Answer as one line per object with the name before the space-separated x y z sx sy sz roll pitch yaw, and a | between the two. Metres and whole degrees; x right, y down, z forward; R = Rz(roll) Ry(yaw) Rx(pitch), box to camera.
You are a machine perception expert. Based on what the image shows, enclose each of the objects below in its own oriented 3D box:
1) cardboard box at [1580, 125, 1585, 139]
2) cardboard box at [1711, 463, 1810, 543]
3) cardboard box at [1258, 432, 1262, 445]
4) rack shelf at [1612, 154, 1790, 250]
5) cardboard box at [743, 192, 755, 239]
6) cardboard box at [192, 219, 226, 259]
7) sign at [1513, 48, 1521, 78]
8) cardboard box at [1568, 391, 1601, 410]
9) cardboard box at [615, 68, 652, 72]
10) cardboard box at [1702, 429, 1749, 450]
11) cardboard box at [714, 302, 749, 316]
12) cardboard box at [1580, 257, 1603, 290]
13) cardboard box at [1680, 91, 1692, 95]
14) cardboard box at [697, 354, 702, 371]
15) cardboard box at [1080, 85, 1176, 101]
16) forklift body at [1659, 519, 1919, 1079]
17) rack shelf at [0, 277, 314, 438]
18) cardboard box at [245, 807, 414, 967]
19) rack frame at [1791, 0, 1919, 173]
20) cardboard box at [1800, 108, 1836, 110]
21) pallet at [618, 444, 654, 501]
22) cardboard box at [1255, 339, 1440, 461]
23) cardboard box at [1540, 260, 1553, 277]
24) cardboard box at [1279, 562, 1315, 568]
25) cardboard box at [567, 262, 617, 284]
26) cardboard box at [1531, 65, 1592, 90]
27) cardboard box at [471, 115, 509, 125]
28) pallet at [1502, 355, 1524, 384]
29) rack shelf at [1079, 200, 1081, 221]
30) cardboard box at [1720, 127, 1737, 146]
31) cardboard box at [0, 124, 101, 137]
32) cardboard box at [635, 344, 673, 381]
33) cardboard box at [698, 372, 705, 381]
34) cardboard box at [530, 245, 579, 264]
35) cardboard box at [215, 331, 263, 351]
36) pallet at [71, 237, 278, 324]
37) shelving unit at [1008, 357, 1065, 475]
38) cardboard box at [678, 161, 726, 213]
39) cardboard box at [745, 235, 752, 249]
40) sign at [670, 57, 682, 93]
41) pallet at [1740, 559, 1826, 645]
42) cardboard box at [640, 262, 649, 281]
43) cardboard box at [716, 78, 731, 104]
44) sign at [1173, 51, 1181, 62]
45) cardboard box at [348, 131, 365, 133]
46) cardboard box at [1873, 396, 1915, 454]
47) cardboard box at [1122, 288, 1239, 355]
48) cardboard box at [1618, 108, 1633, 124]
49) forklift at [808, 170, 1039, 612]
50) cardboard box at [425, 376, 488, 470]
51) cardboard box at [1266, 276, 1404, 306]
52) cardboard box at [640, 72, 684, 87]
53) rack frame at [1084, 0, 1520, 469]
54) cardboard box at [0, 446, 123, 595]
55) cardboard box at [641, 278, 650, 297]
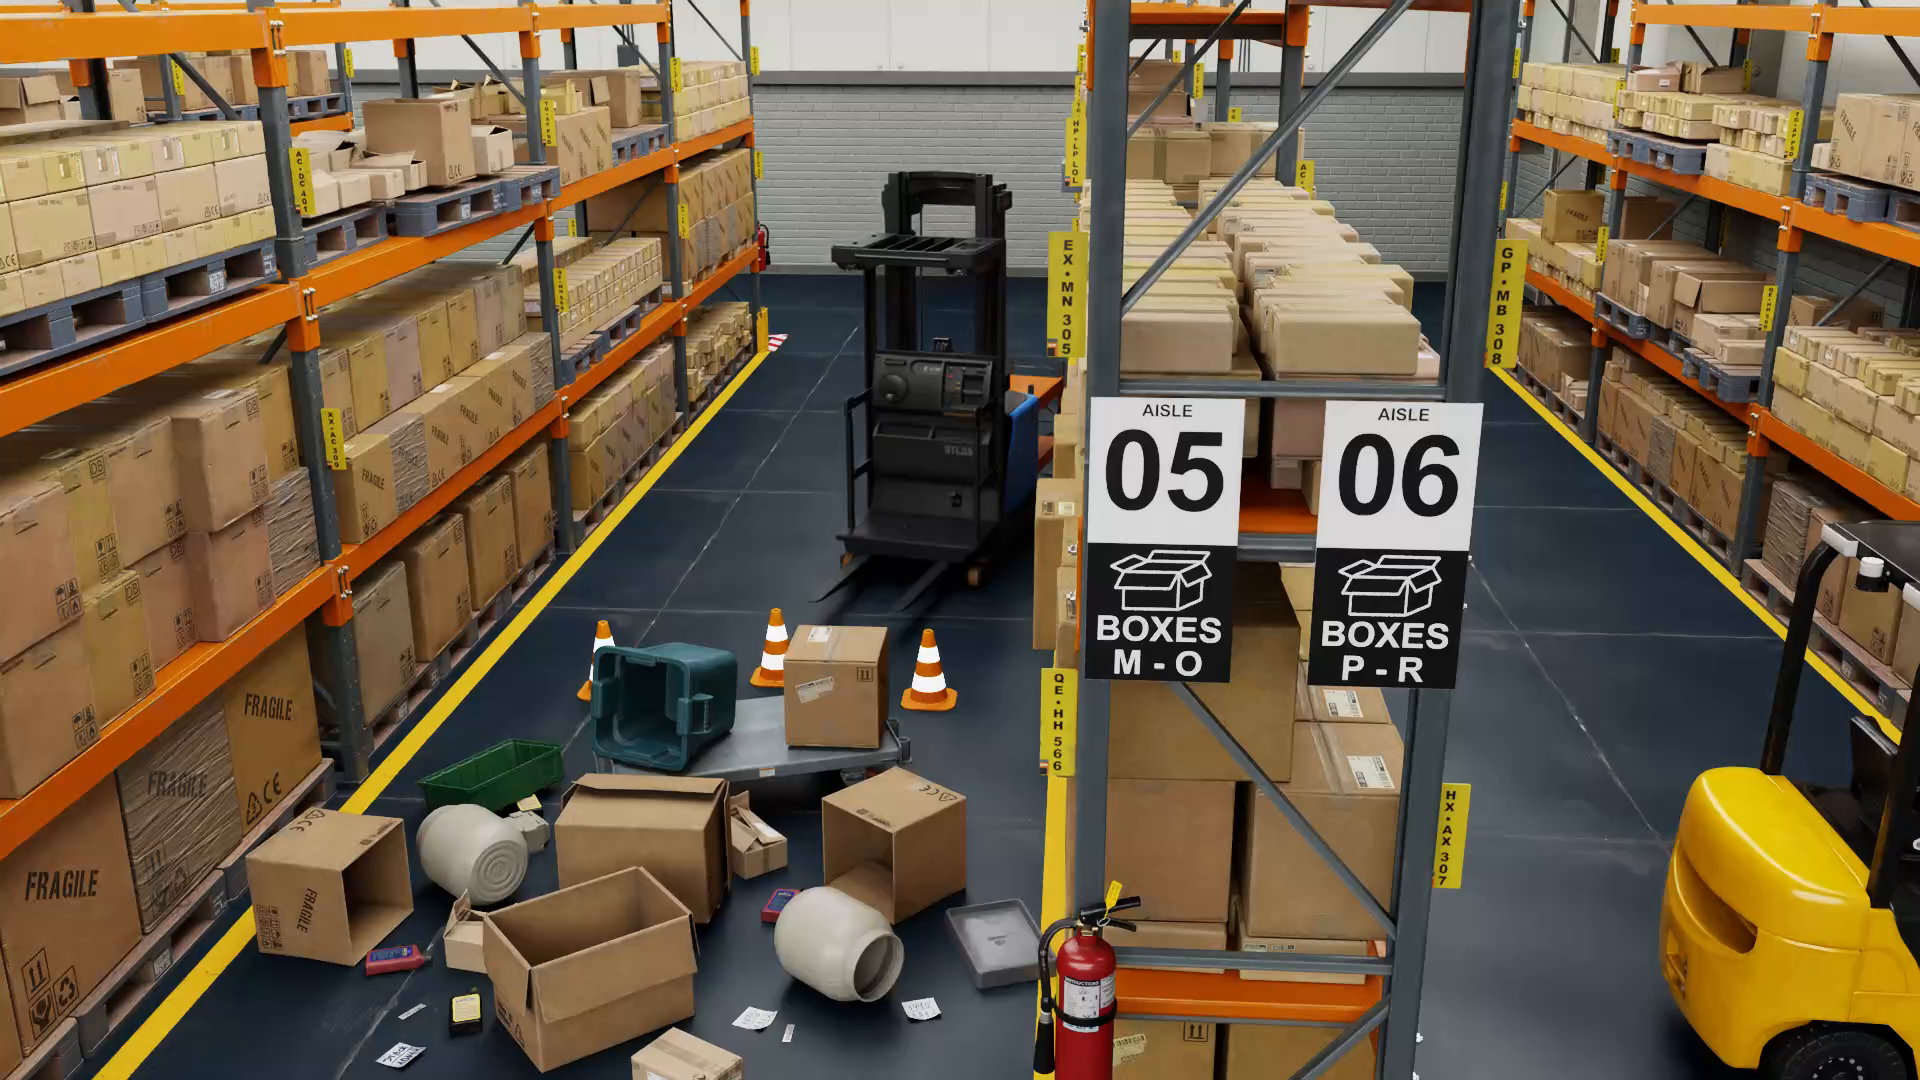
cardboard box | 6.491 -4.127 16.788 0.380 0.149 0.250 2 18 6
cardboard box | 6.169 -0.291 12.833 0.500 0.500 0.500 2 18 6
cardboard box | 1.152 -0.412 5.450 0.380 0.149 0.250 1 18 4
rack shelf | 6.497 -2.848 13.635 1.077 0.370 4.000 1 18 4
cardboard box | -2.744 -3.860 19.747 0.500 0.500 0.500 2 18 5
cardboard box | -3.571 -1.364 7.519 0.380 0.149 0.250 2 18 5
sign | 6.386 -5.480 19.110 0.100 0.325 0.005 1 18 4
cardboard box | 6.387 -1.410 16.812 0.380 0.149 0.250 1 18 2
cardboard box | -3.439 -4.861 17.420 0.380 0.149 0.250 1 18 4
cardboard box | 6.188 -0.788 13.309 0.380 0.149 0.250 1 18 2
cardboard box | -2.754 -2.774 20.019 0.380 0.149 0.250 1 18 5
cardboard box | 6.433 -2.619 16.362 0.500 0.250 0.500 2 18 5
cardboard box | 6.735 -3.984 15.038 0.380 0.149 0.250 1 18 3
cardboard box | -2.978 -1.906 17.850 0.380 0.149 0.250 0 18 1
cardboard box | 1.284 -3.237 12.832 0.700 0.500 0.500 0 18 1
forklift body | 4.096 1.115 6.565 2.313 2.155 1.214 1 18 4
rack shelf | -3.972 -0.552 6.628 1.077 0.370 4.000 1 18 4
cardboard box | -2.917 1.602 7.726 0.500 0.500 0.500 4 19 13
rack frame | 6.353 -3.994 11.160 1.000 3.000 0.127 1 18 4
cardboard box | 6.719 -3.253 12.839 0.380 0.149 0.250 1 18 4
pallet | -3.395 -0.627 14.998 1.003 0.211 1.213 1 18 4
cardboard box | 1.131 -0.414 4.814 0.500 0.250 0.500 1 18 3
cardboard box | 6.489 -2.931 17.954 0.380 0.149 0.250 2 18 5
cardboard box | 1.269 0.266 7.157 0.500 0.500 0.500 2 18 5
cardboard box | -3.202 -2.319 14.458 0.380 0.149 0.250 1 18 3
cardboard box | 6.589 -5.071 18.224 0.500 0.250 0.500 1 18 4
cardboard box | -3.755 -2.988 12.746 0.500 0.500 0.500 1 18 4
pallet | 6.865 -2.031 19.283 1.003 0.211 1.213 1 18 4
rack shelf | 1.546 -2.957 13.969 1.077 0.370 4.000 1 18 4
cardboard box | 6.257 -3.201 13.158 0.380 0.149 0.250 2 18 6
cardboard box | -4.211 -1.837 7.681 0.380 0.149 0.250 1 18 3
cardboard box | -3.057 -1.705 15.945 0.500 0.250 0.500 1 18 2
cardboard box | -2.924 -1.686 17.654 0.380 0.149 0.250 1 18 4
cardboard box | -3.777 -2.659 15.493 0.380 0.149 0.250 1 18 4
cardboard box | -8.068 -2.109 17.781 0.875 0.875 0.875 1 18 4
pallet | -3.898 -1.219 7.651 1.003 0.211 1.213 1 18 4
shelving unit | 0.520 -0.915 14.408 0.538 1.125 1.048 6 19 17
cardboard box | -2.853 -3.849 18.109 0.500 0.500 0.500 1 18 2
cardboard box | -2.710 -3.589 19.963 0.380 0.149 0.250 1 18 4
sign | -2.702 -4.421 15.818 0.100 0.325 0.005 1 18 4
pallet | 6.256 0.437 11.750 1.003 0.211 1.213 1 18 4
cardboard box | -3.125 -2.509 15.513 0.380 0.149 0.250 2 18 6
cardboard box | -2.823 -4.941 18.307 0.500 0.250 0.500 2 18 5
sign | 2.516 -5.529 19.368 0.100 0.325 0.005 1 18 4
cardboard box | -3.849 -2.557 10.999 0.500 0.250 0.500 2 18 5
cardboard box | 5.974 -0.700 10.180 0.500 0.250 0.500 2 18 5
cardboard box | 0.615 -0.644 4.876 0.380 0.149 0.250 2 18 5
cardboard box | 6.222 -3.854 15.120 0.380 0.149 0.250 2 18 5
forklift | -0.270 -1.180 12.318 1.130 2.935 3.031 6 19 17
cardboard box | -3.412 -0.764 10.777 0.500 0.500 0.500 2 18 5
cardboard box | 1.139 -0.714 5.089 0.380 0.149 0.250 1 18 4
cardboard box | -2.979 -4.603 16.634 0.380 0.149 0.250 1 18 3
rack frame | 0.829 -1.619 3.912 1.000 3.000 0.127 1 18 4
cardboard box | -4.019 -0.057 6.805 0.875 0.550 0.500 1 18 4
cardboard box | -3.124 -2.368 15.563 0.380 0.149 0.250 1 18 4
